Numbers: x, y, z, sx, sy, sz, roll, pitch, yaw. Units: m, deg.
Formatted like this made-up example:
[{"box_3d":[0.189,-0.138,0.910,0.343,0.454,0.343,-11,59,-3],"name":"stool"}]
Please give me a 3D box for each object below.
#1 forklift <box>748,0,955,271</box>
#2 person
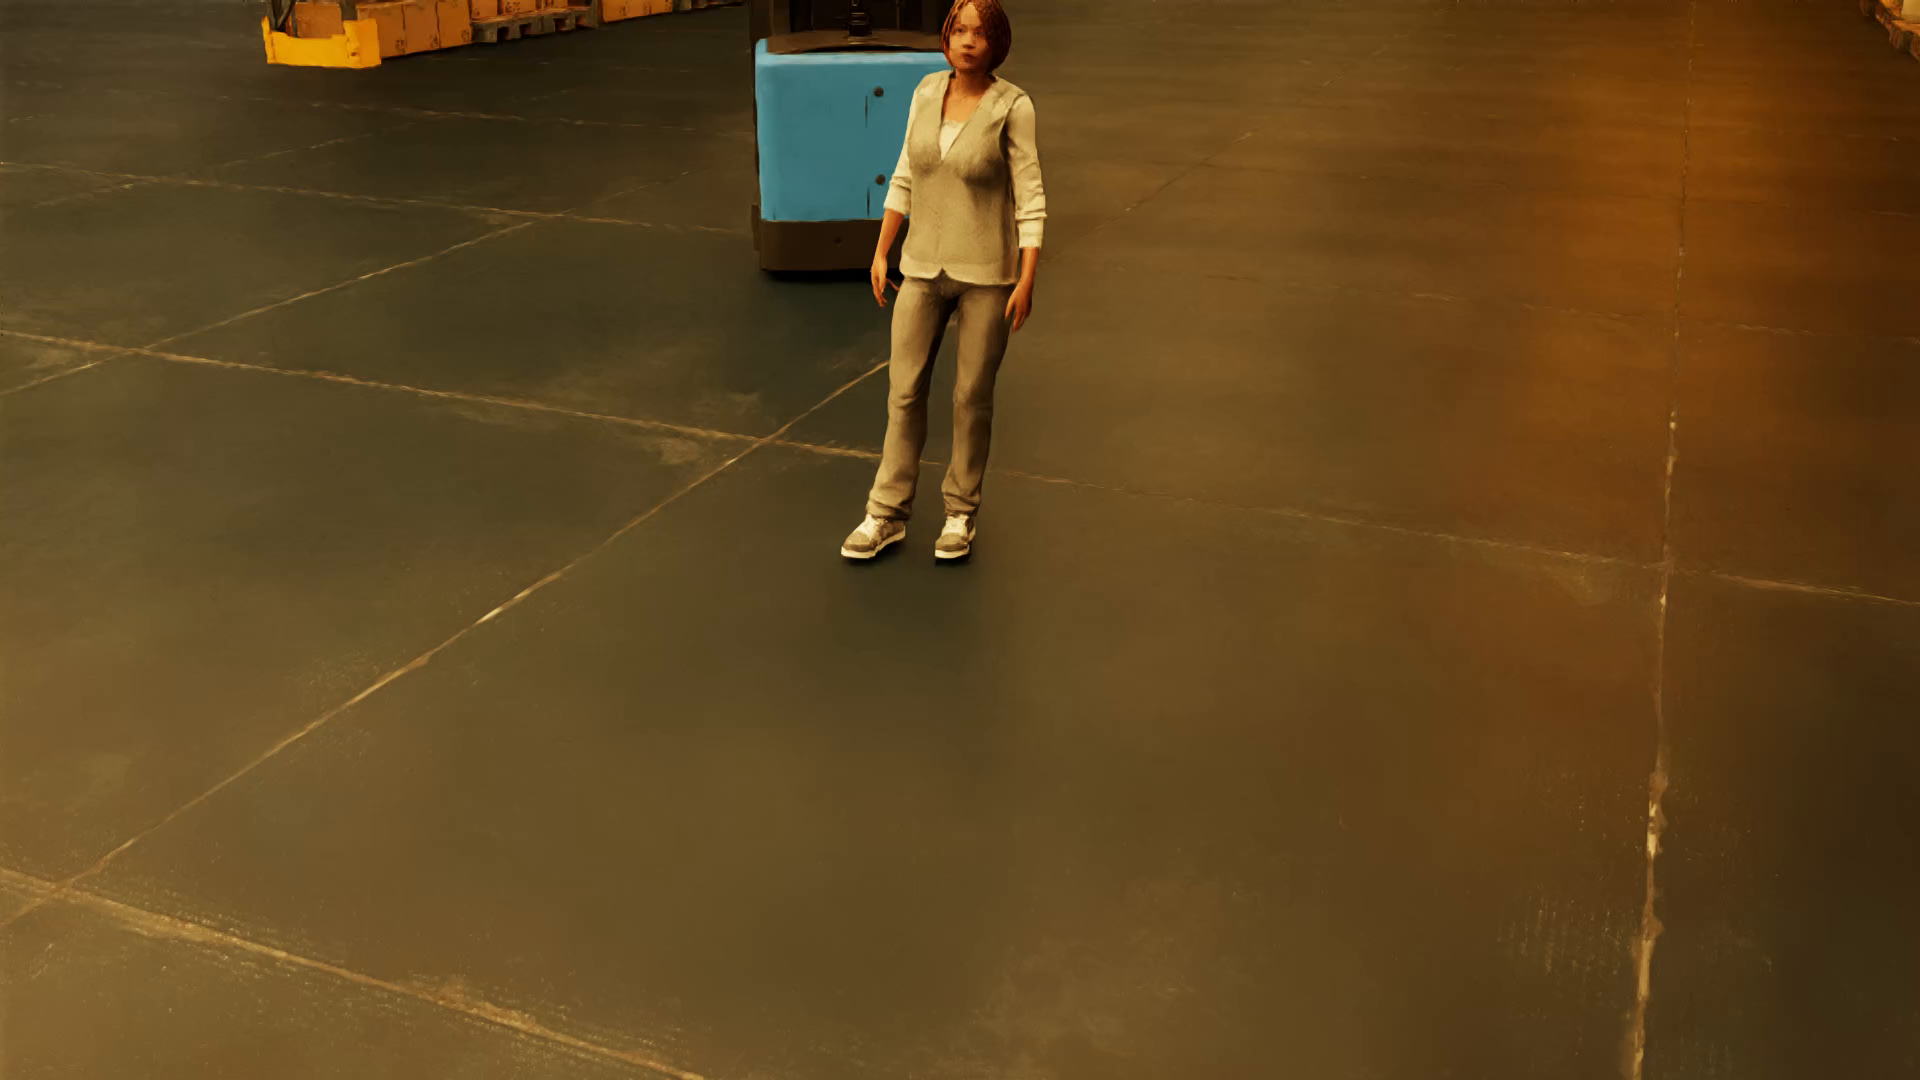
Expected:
[{"box_3d":[-0.599,-3.180,8.900,1.130,2.935,3.031,-2,23,-6],"name":"forklift"},{"box_3d":[-0.041,-0.719,4.724,0.521,1.597,0.474,9,24,21],"name":"person"}]
